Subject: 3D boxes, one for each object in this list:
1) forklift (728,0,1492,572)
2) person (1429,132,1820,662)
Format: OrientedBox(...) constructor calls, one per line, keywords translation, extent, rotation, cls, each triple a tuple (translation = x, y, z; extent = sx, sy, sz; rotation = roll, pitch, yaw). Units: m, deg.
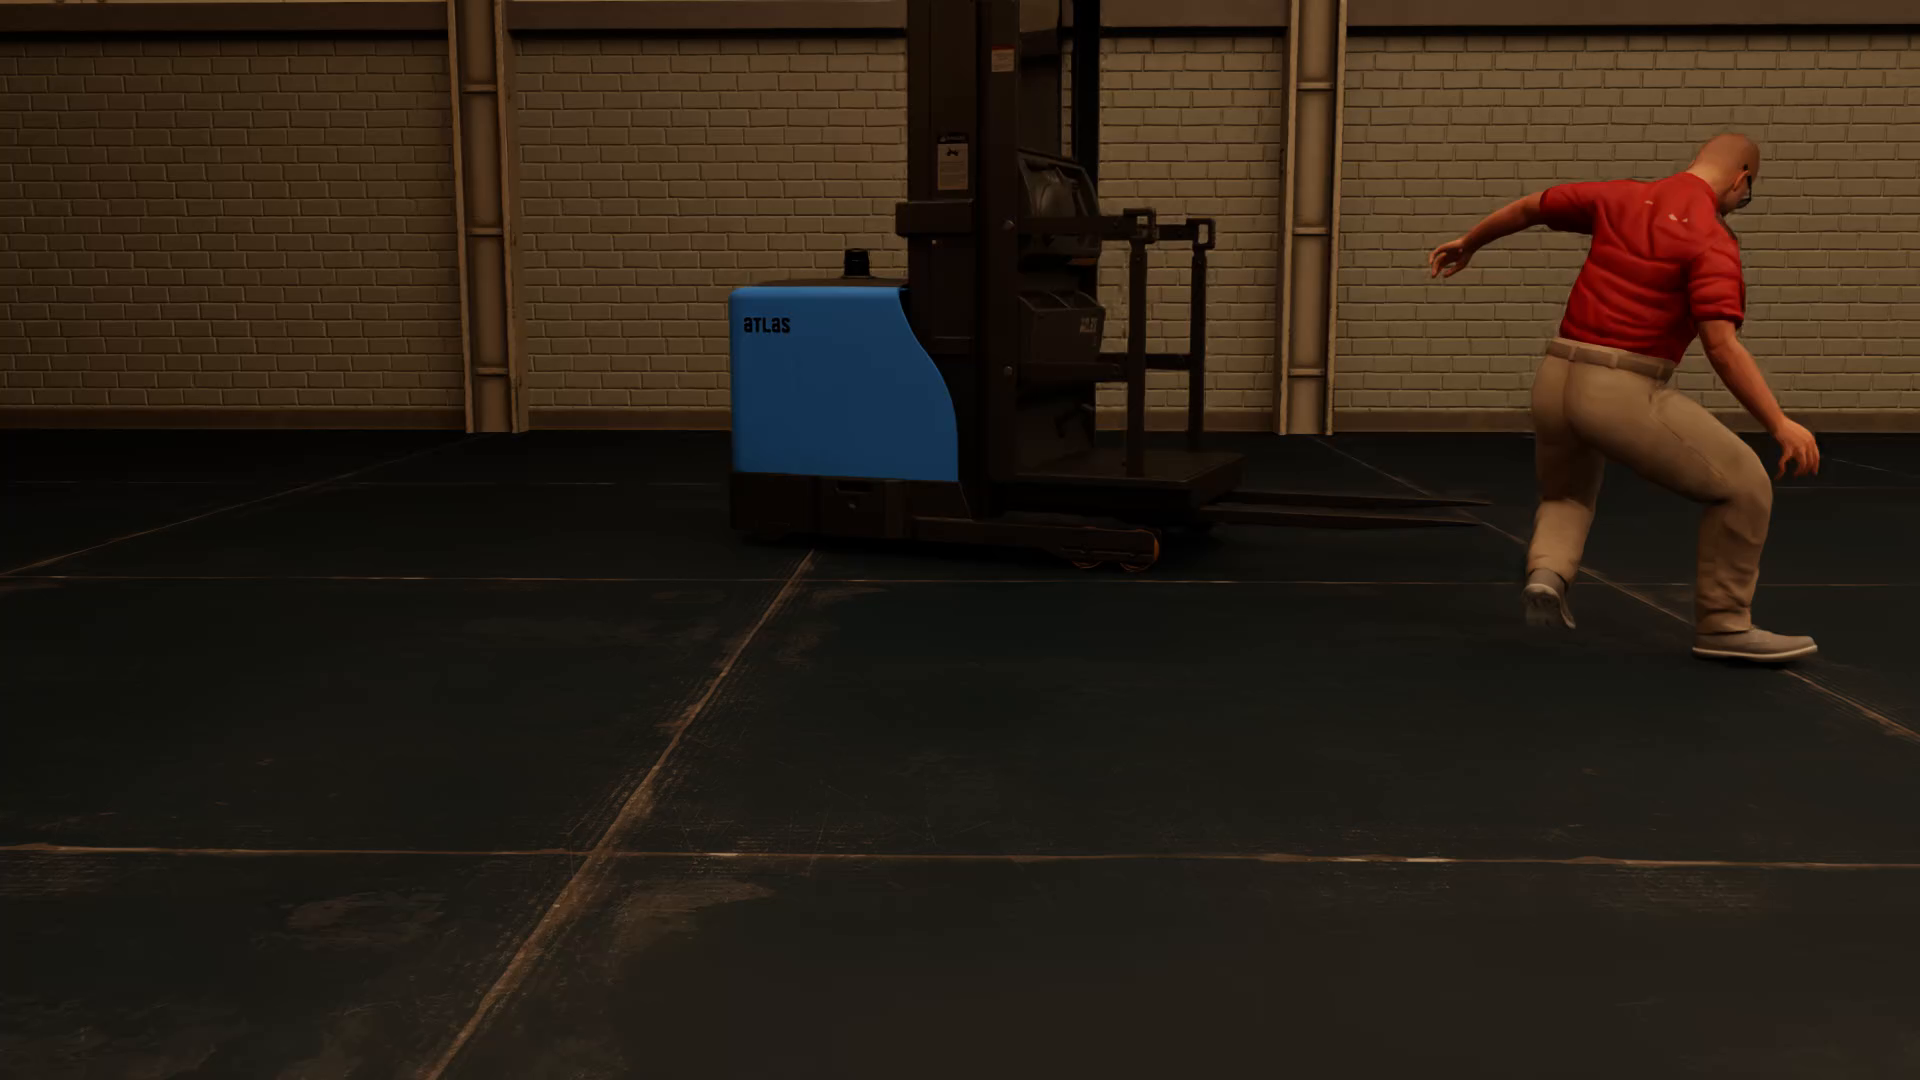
OrientedBox(translation=(0.596, -1.417, 6.698), extent=(3.031, 2.935, 1.130), rotation=(3, 9, 21), cls="forklift")
OrientedBox(translation=(1.938, -0.425, 4.911), extent=(0.729, 1.500, 1.196), rotation=(-3, 9, -21), cls="person")
